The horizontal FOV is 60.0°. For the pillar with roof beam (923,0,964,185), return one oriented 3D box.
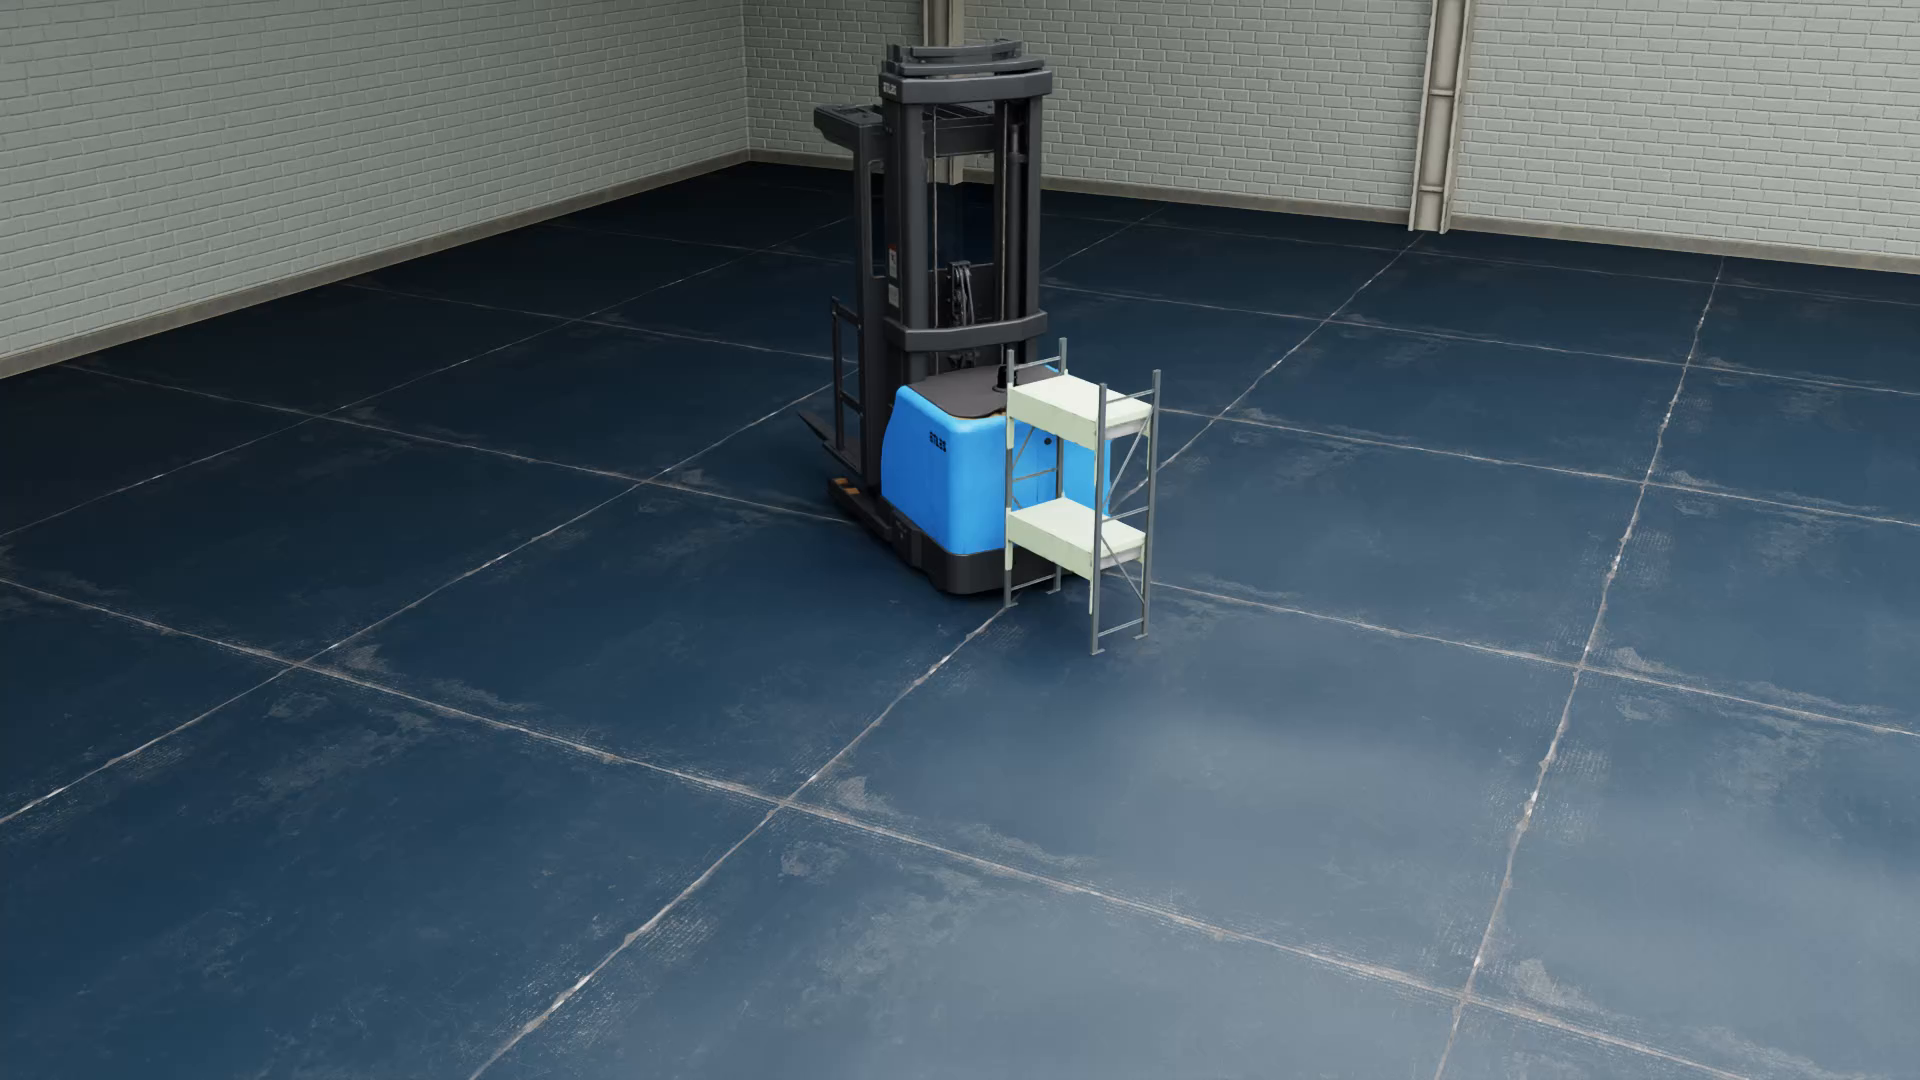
[{"bbox_3d":[-2.141,-7.116,15.485,0.400,9.000,9.100,11,25,25],"label":"pillar with roof beam"}]

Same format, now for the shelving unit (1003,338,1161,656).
[{"bbox_3d":[0.632,-0.241,8.900,0.431,1.500,0.755,-17,28,-34],"label":"shelving unit"}]

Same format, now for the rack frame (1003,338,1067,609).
[{"bbox_3d":[0.411,-0.355,9.168,0.400,1.500,0.023,-17,28,-34],"label":"rack frame"}]

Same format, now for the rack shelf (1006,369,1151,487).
[{"bbox_3d":[0.632,-0.600,8.747,0.431,0.370,0.720,-17,28,-34],"label":"rack shelf"}]

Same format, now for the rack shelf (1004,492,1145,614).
[{"bbox_3d":[0.632,0.059,9.028,0.431,0.370,0.720,-17,28,-34],"label":"rack shelf"}]

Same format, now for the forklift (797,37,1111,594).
[{"bbox_3d":[-0.209,-1.586,10.233,1.130,2.935,3.031,-10,25,-23],"label":"forklift"}]

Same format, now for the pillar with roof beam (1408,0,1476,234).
[{"bbox_3d":[3.214,-6.057,12.993,0.400,9.000,9.100,11,25,25],"label":"pillar with roof beam"}]

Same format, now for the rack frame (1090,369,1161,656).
[{"bbox_3d":[0.854,-0.127,8.632,0.400,1.500,0.023,-17,28,-34],"label":"rack frame"}]
